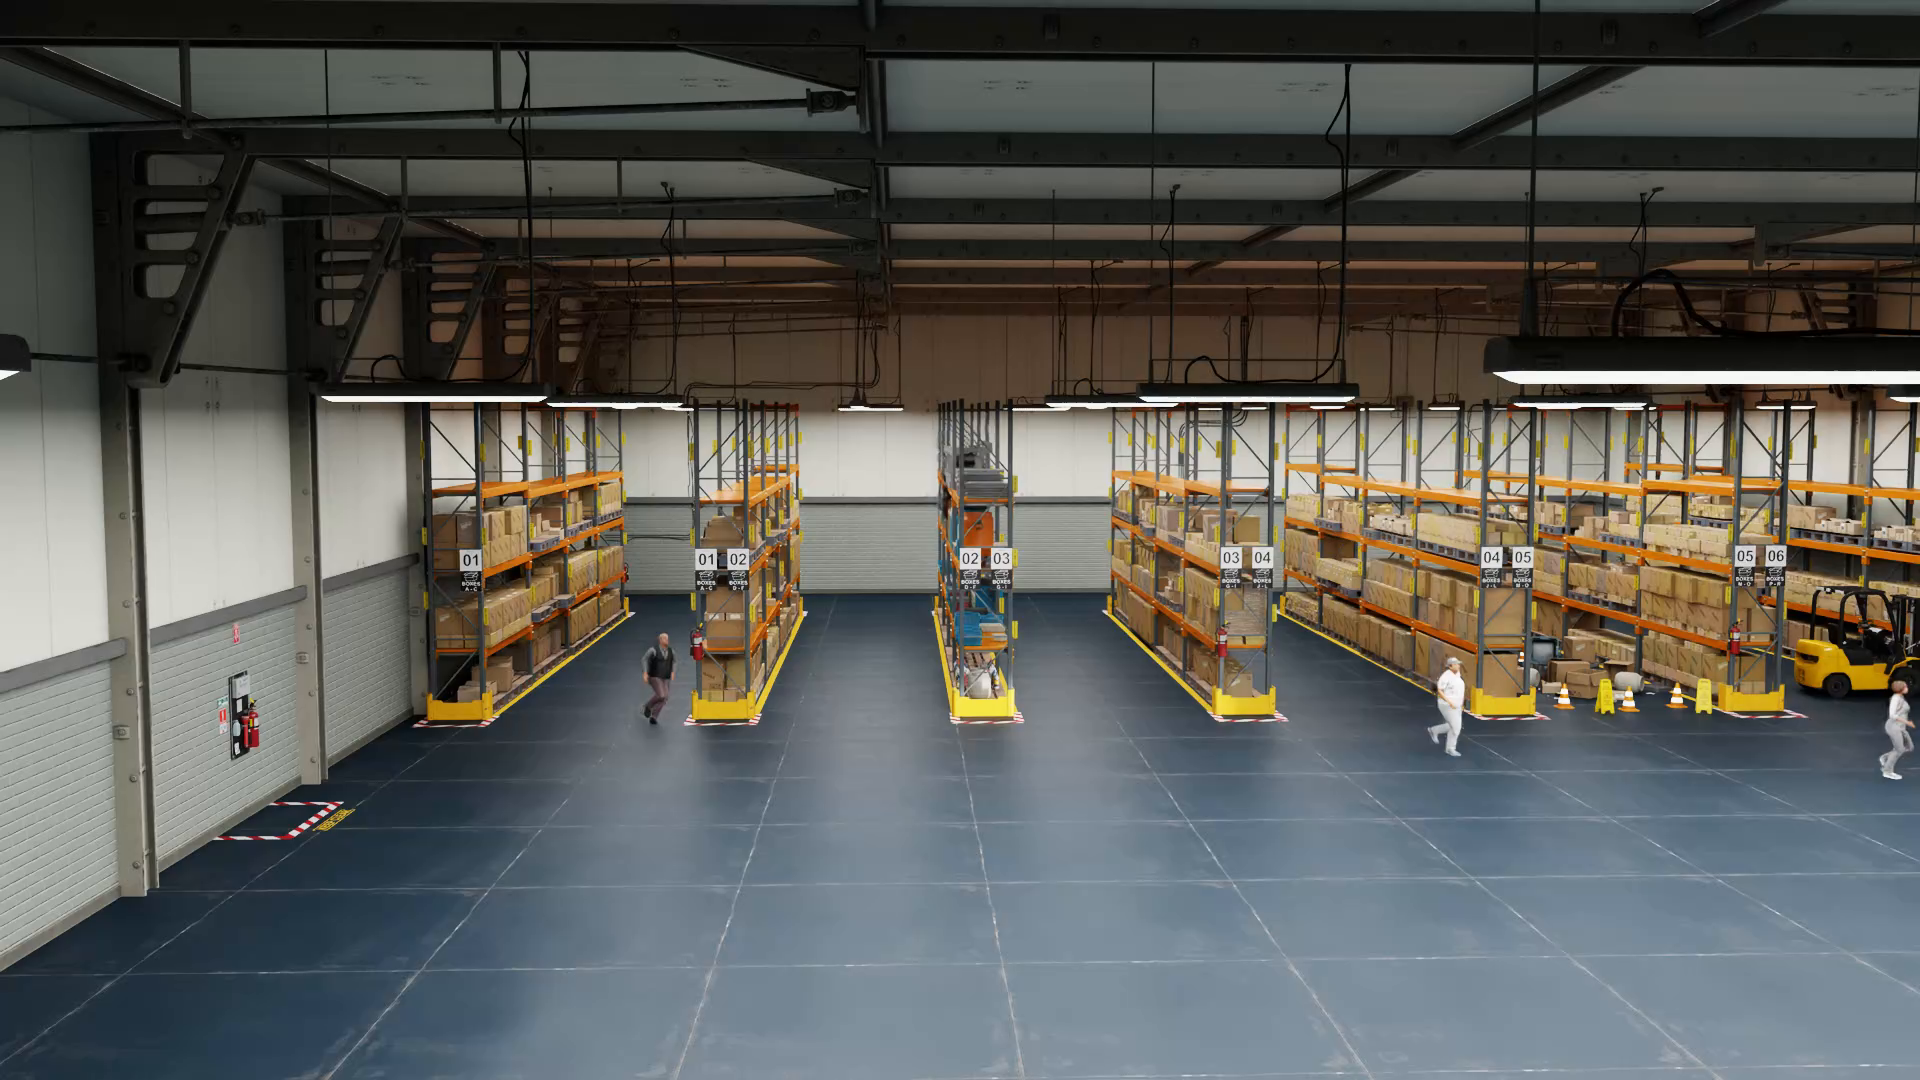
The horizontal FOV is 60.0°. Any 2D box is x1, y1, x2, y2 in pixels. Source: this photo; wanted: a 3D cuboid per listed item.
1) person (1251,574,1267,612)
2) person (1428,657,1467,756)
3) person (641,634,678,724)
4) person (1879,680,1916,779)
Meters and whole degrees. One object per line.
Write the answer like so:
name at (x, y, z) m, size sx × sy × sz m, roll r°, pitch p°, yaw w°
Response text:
person at (8.167, 1.450, 45.182) m, size 0.672 × 1.682 × 0.759 m, roll 0°, pitch 4°, yaw -3°
person at (8.194, 2.786, 28.072) m, size 0.654 × 1.661 × 0.609 m, roll 4°, pitch 6°, yaw 43°
person at (-5.494, 2.565, 30.753) m, size 0.684 × 1.649 × 0.534 m, roll -3°, pitch 5°, yaw -38°
person at (14.673, 2.966, 26.008) m, size 0.533 × 1.563 × 0.553 m, roll 4°, pitch 6°, yaw 42°
